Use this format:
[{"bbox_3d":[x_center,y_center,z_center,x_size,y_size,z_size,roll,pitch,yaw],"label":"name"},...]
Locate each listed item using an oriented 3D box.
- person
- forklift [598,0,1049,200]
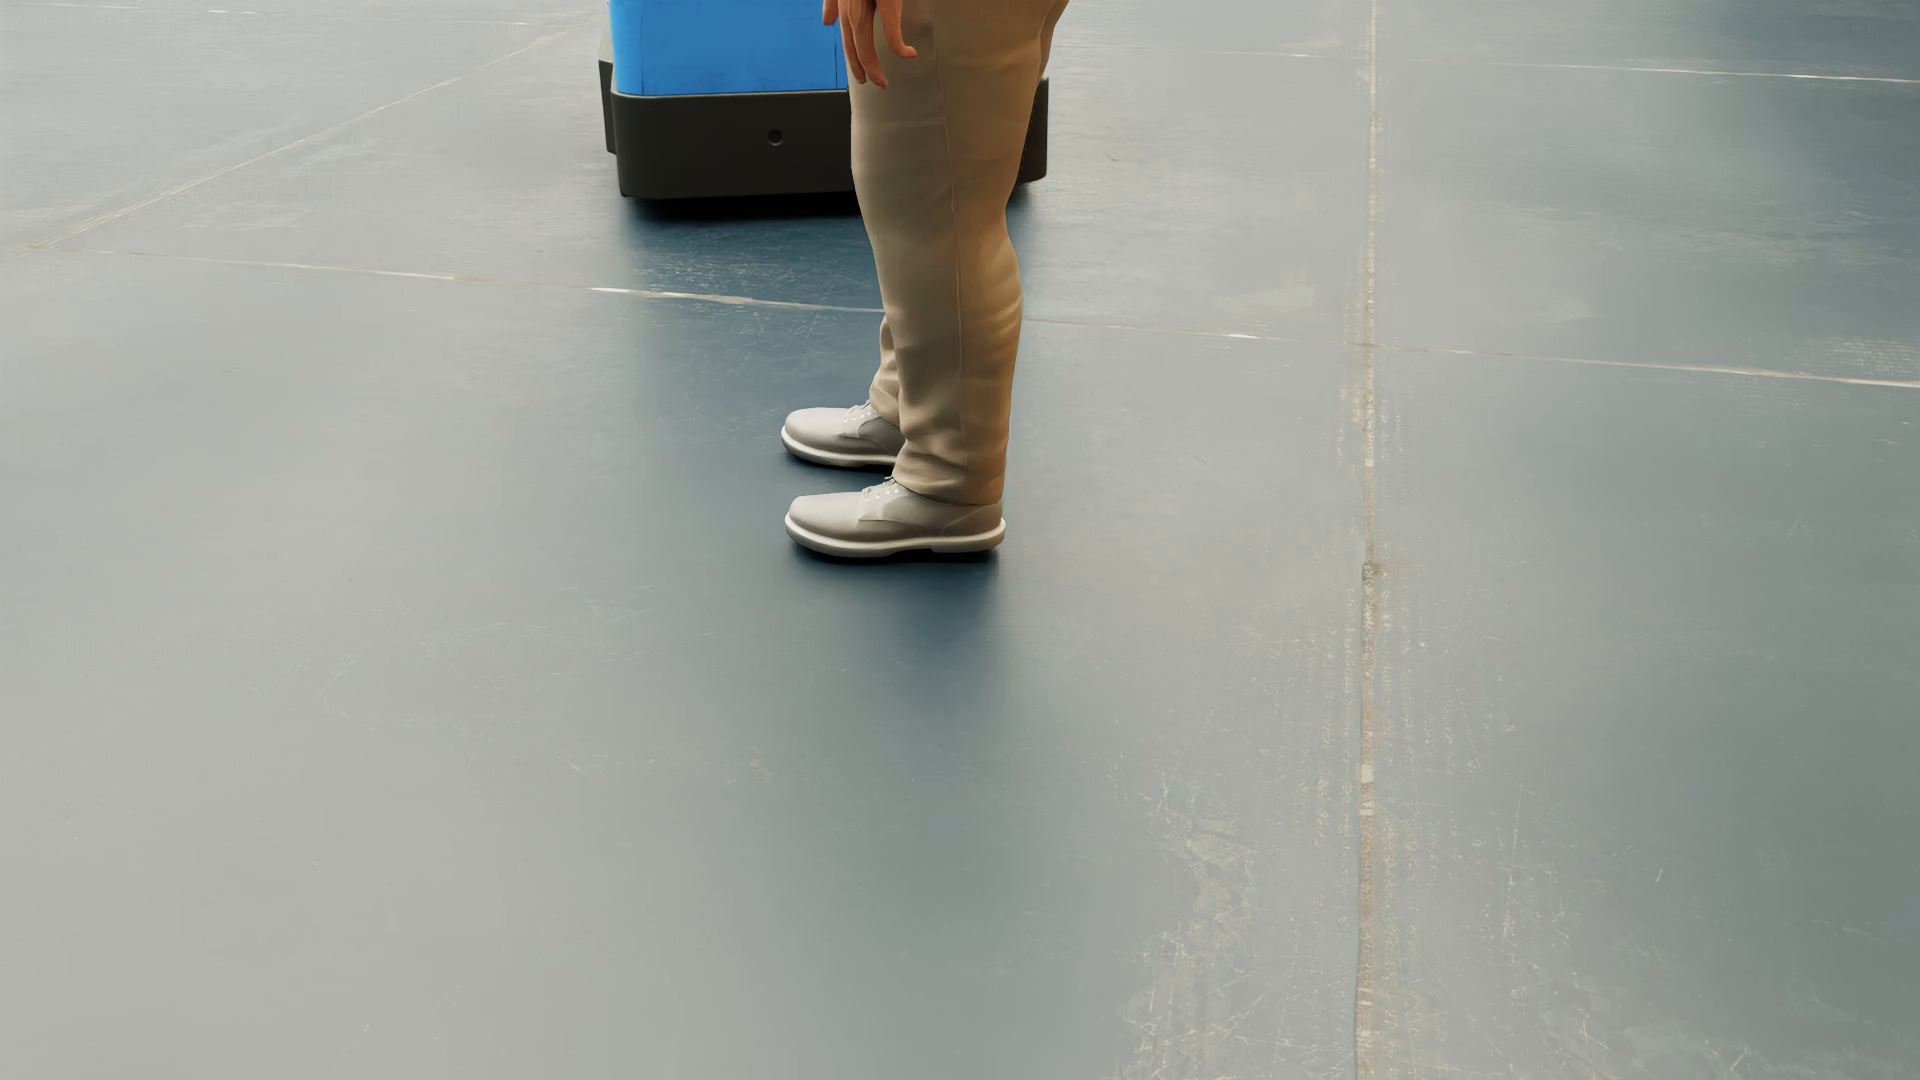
[{"bbox_3d":[-0.085,-0.792,2.136,0.551,1.727,0.640,6,27,11],"label":"person"},{"bbox_3d":[-0.535,-2.754,4.705,1.130,2.935,3.031,-4,27,-8],"label":"forklift"}]
